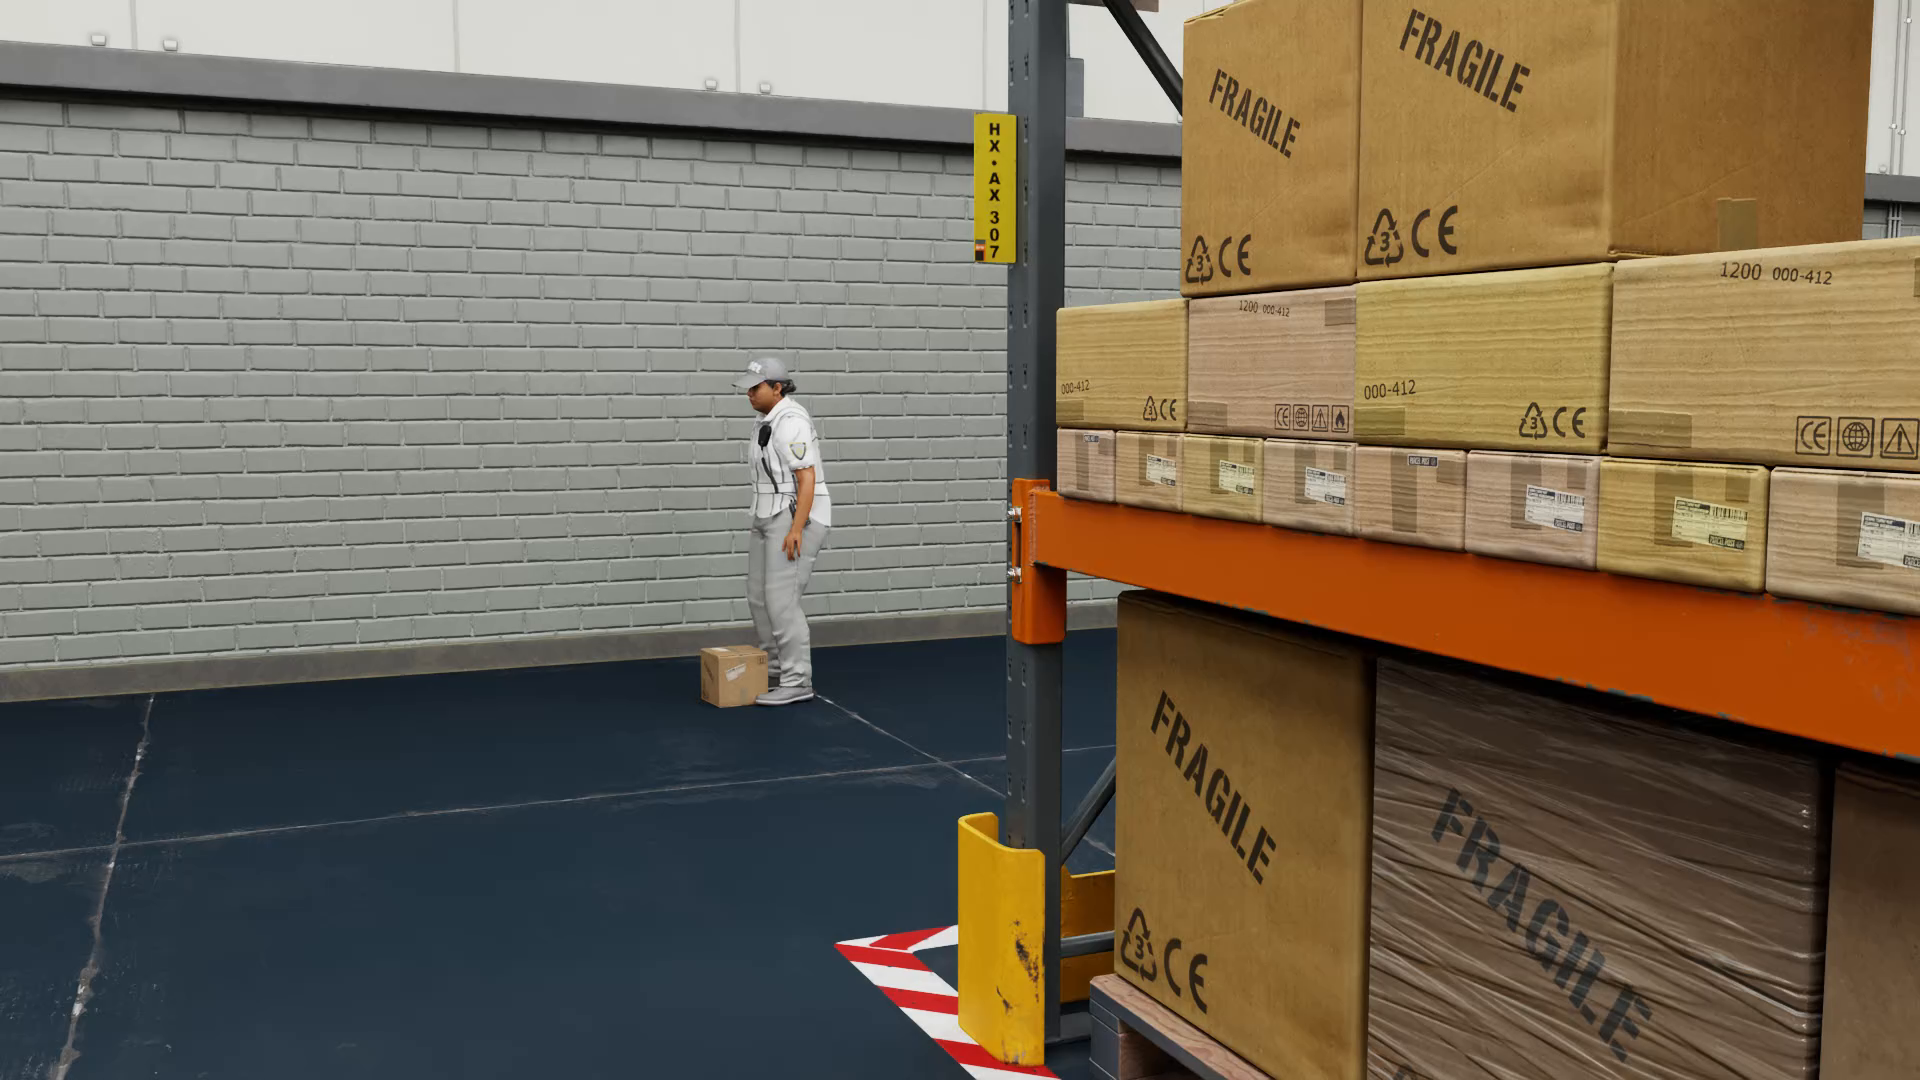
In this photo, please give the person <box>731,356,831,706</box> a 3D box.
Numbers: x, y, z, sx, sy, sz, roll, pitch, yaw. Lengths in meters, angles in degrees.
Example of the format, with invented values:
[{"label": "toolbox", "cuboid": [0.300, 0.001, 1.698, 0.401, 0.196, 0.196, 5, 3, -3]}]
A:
[{"label": "person", "cuboid": [-0.887, -0.056, 8.058, 0.469, 1.665, 0.559, -3, 6, -27]}]
